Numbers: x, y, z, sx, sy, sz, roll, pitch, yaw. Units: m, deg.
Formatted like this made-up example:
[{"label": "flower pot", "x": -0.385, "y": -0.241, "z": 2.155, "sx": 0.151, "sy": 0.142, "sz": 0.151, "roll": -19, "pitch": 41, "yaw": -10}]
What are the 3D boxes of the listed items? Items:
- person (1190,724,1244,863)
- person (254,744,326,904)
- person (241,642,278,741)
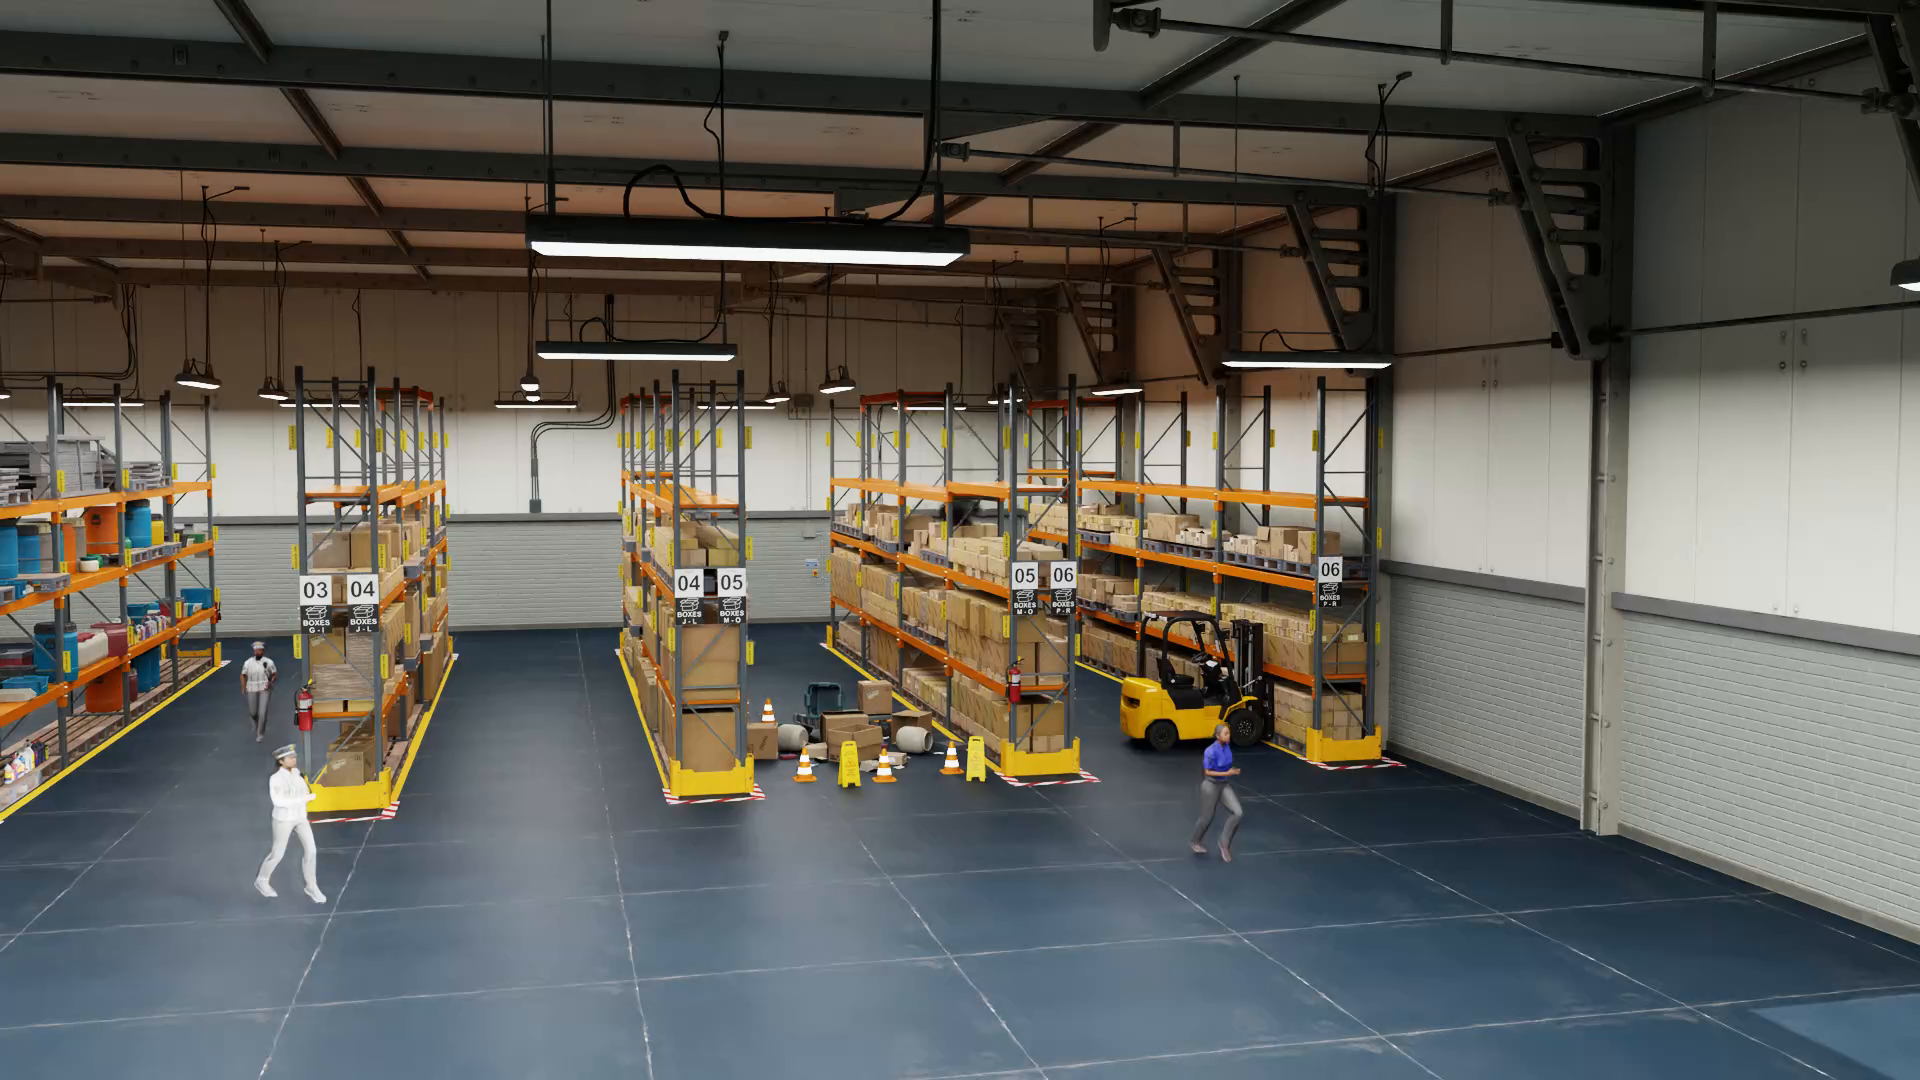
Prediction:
[{"label": "person", "x": 3.060, "y": 3.000, "z": 19.831, "sx": 0.601, "sy": 1.662, "sz": 0.815, "roll": -3, "pitch": 4, "yaw": -40}, {"label": "person", "x": -7.284, "y": 3.066, "z": 18.031, "sx": 0.808, "sy": 1.735, "sz": 0.586, "roll": 1, "pitch": 4, "yaw": 19}, {"label": "person", "x": -11.750, "y": 2.523, "z": 27.890, "sx": 0.583, "sy": 1.662, "sz": 0.558, "roll": -1, "pitch": 4, "yaw": -19}]
